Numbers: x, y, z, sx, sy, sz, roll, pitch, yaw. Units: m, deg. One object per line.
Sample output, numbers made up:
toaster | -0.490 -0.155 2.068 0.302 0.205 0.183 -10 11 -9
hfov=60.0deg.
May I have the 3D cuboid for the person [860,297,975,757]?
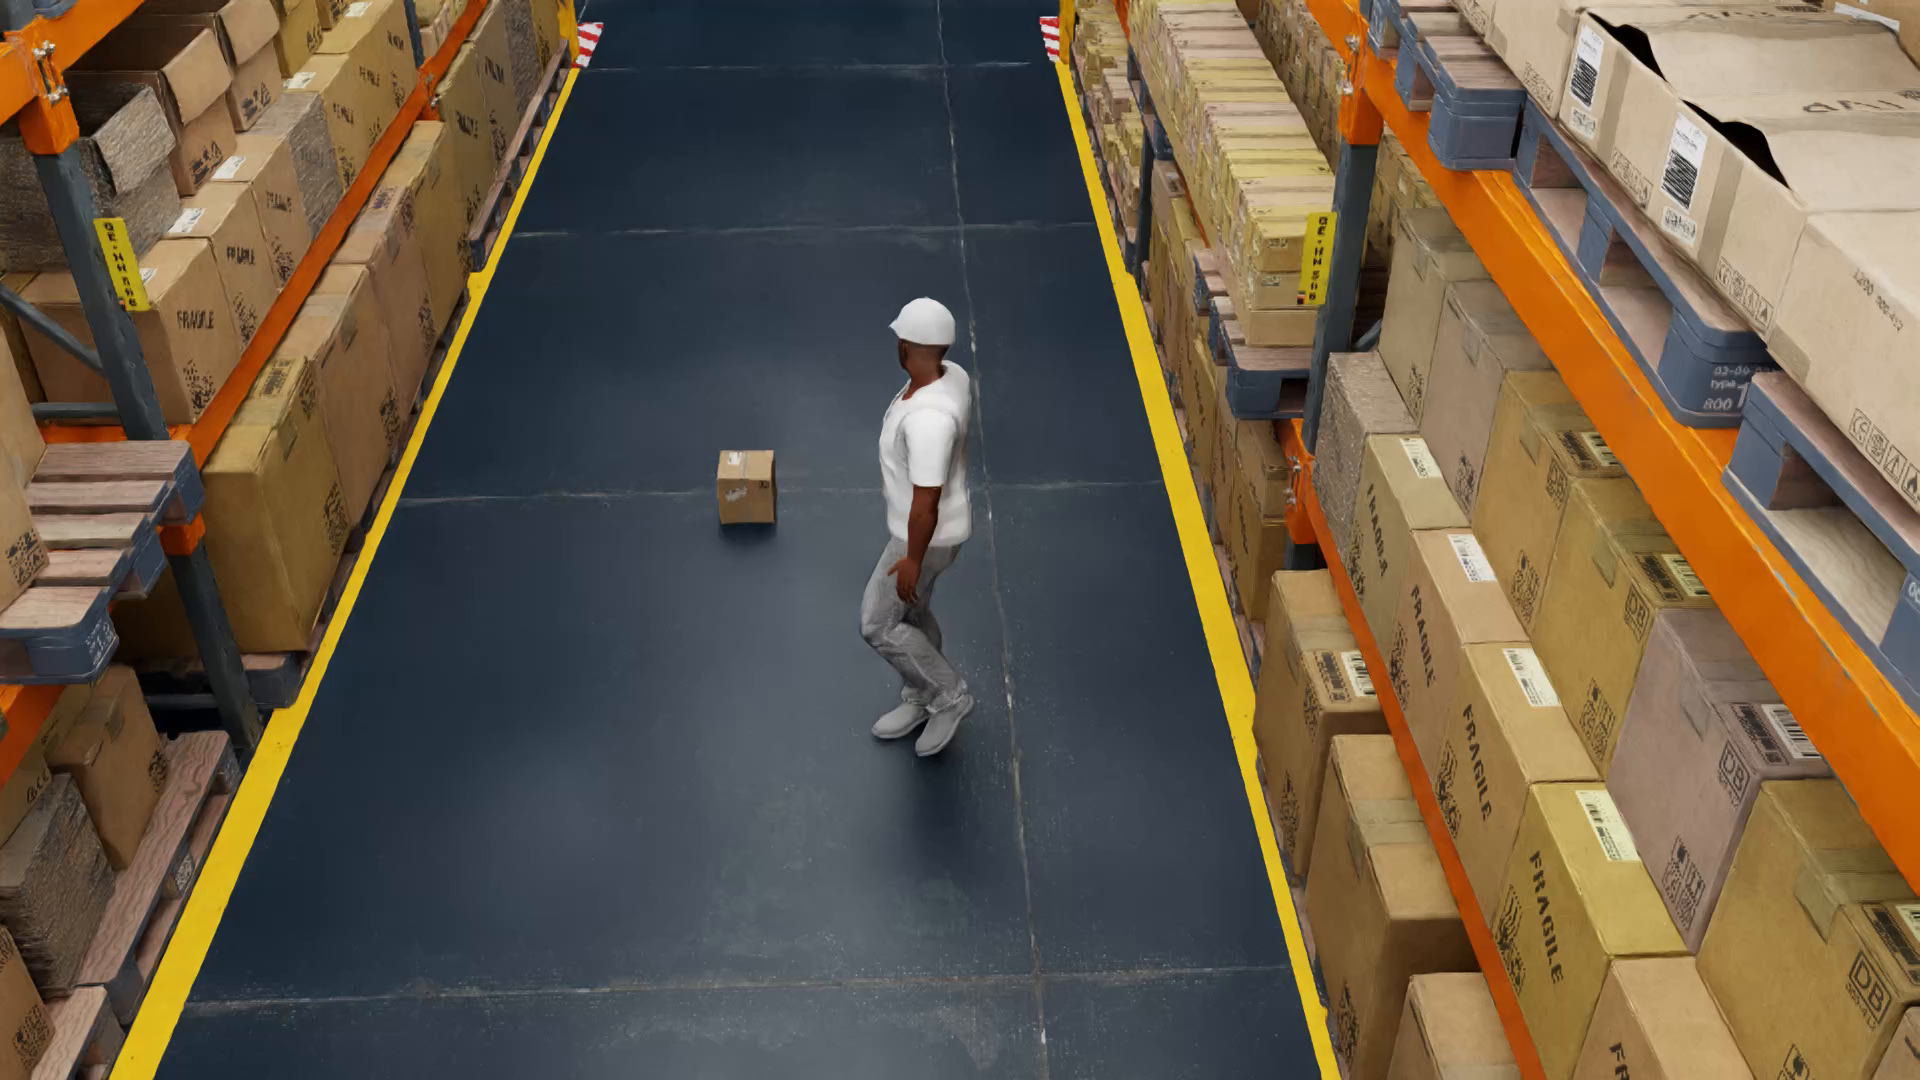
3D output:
person | -0.165 -0.040 6.194 0.434 1.753 0.700 -1 35 -2
